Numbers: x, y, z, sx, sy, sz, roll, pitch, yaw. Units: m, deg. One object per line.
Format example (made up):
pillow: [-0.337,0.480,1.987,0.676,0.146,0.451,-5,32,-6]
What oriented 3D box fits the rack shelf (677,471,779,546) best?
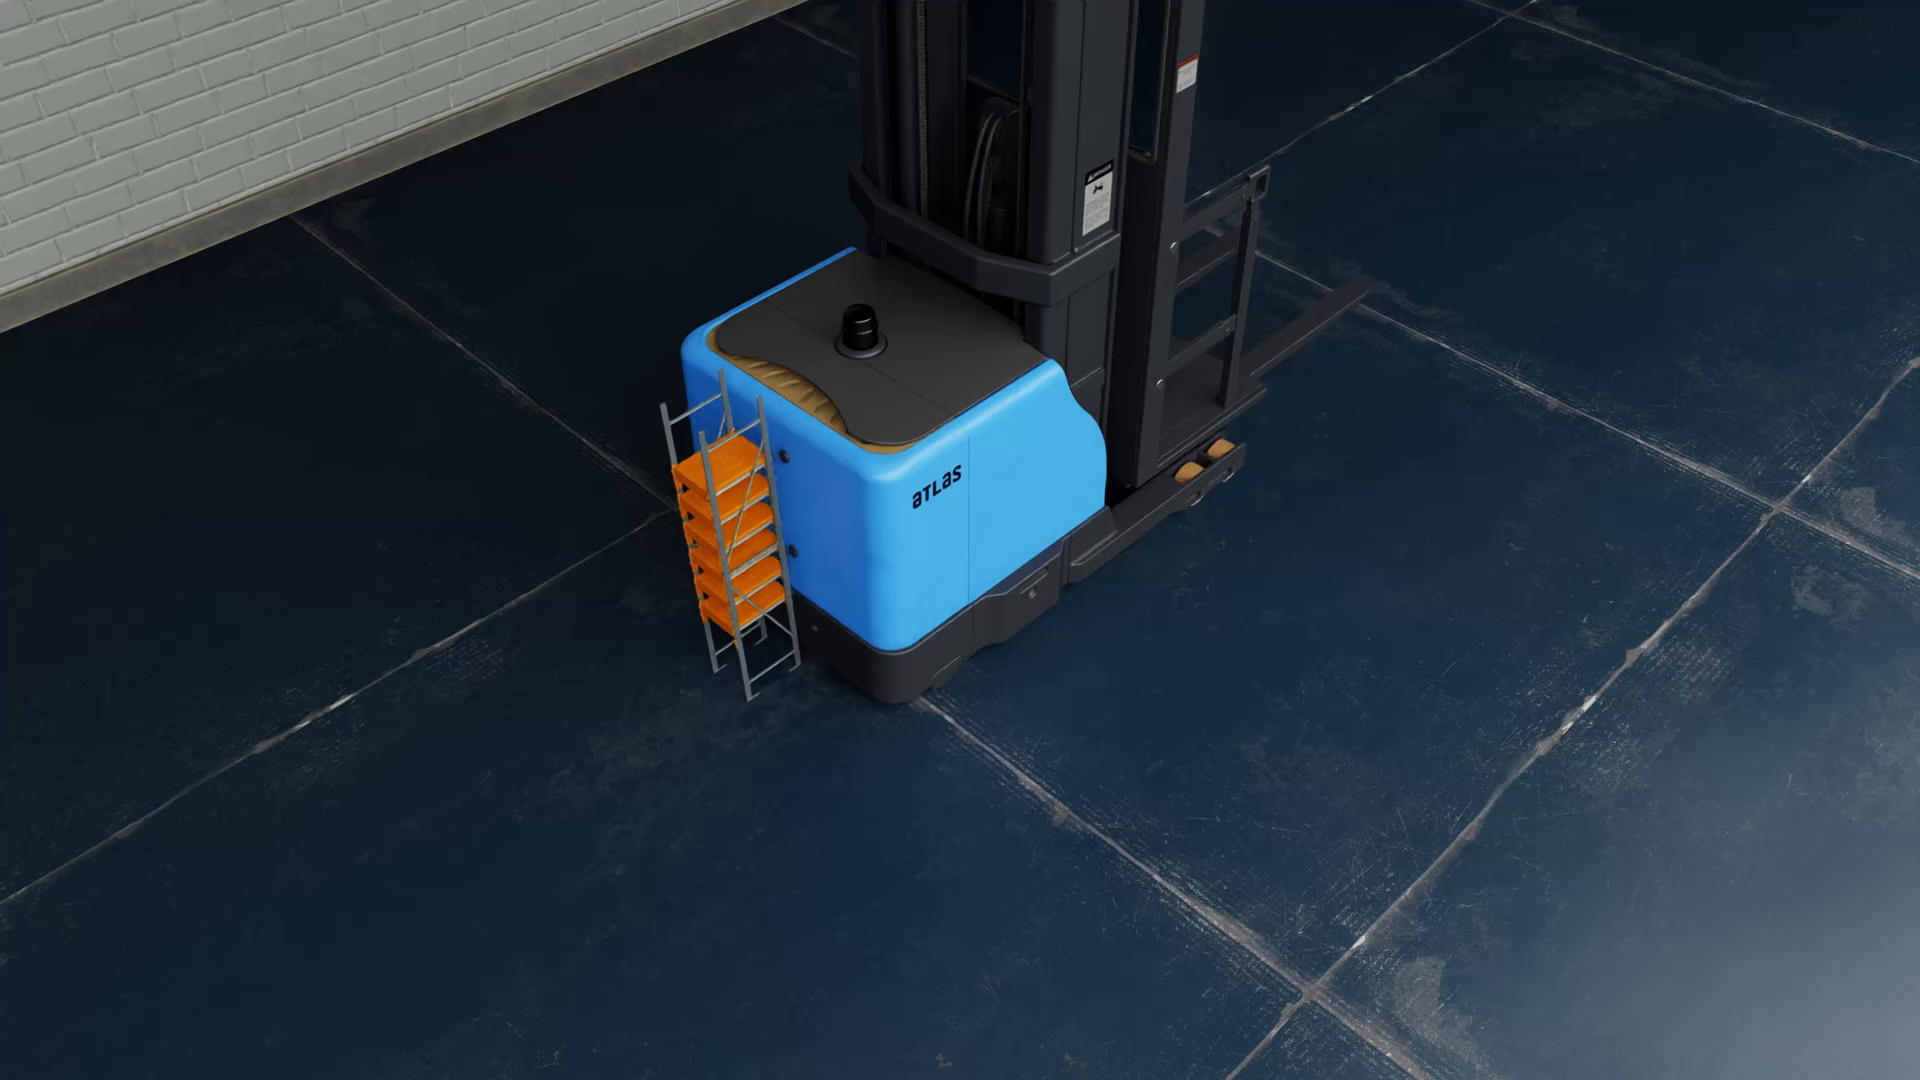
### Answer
rack shelf: [-0.725,-0.124,5.205,0.258,0.103,0.180,-35,53,-29]

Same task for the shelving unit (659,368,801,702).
shelving unit: [-0.719,0.016,5.341,0.258,1.200,0.189,-35,53,-29]

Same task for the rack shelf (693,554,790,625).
rack shelf: [-0.715,0.134,5.456,0.258,0.103,0.180,-35,53,-29]

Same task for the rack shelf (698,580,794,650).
rack shelf: [-0.711,0.220,5.539,0.258,0.103,0.180,-35,53,-29]

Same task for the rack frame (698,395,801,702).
rack frame: [-0.655,0.060,5.293,0.240,1.200,0.006,-35,53,-29]

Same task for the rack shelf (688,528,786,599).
rack shelf: [-0.718,0.048,5.372,0.258,0.103,0.180,-35,53,-29]

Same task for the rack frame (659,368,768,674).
rack frame: [-0.784,-0.028,5.389,0.240,1.200,0.006,-35,53,-29]

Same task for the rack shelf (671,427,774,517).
rack shelf: [-0.729,-0.210,5.121,0.258,0.103,0.180,-35,53,-29]

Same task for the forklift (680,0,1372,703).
forklift: [0.465,-1.430,5.638,1.130,2.935,3.031,34,52,31]

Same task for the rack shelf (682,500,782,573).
rack shelf: [-0.722,-0.038,5.288,0.258,0.103,0.180,-35,53,-29]
